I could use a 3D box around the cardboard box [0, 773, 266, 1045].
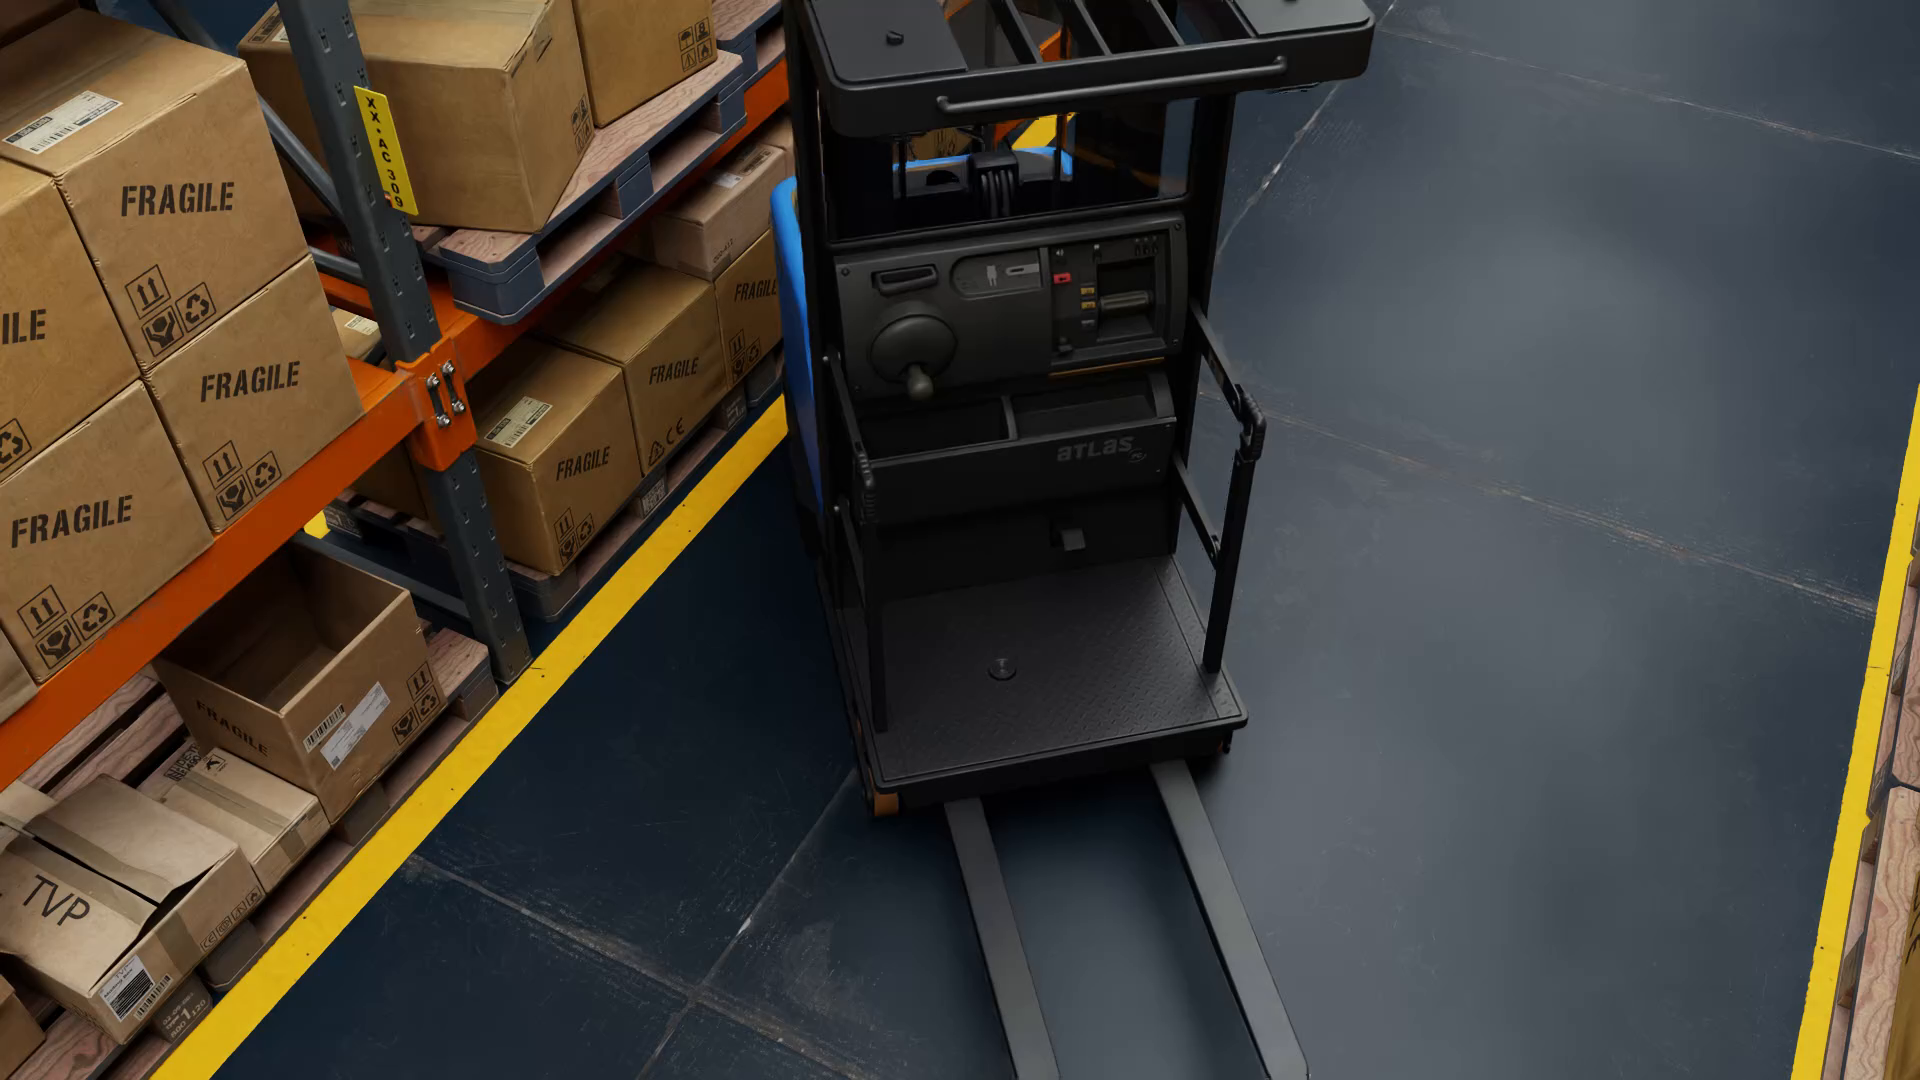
[{"bbox_3d":[-2.206,0.927,4.306,0.500,0.311,0.500,20,49,19],"label":"cardboard box"}]

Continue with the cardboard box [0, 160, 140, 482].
[{"bbox_3d":[-2.086,-0.448,3.310,0.500,0.500,0.500,20,49,18],"label":"cardboard box"}]

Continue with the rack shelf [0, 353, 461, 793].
[{"bbox_3d":[-2.773,0.724,3.431,1.077,0.370,4.000,20,49,19],"label":"rack shelf"}]

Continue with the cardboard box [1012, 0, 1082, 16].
[{"bbox_3d":[0.515,-2.723,7.970,0.500,0.250,0.500,20,49,19],"label":"cardboard box"}]

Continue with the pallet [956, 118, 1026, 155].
[{"bbox_3d":[-0.368,-1.871,7.451,1.003,0.211,1.213,20,49,19],"label":"pallet"}]

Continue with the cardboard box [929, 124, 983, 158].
[{"bbox_3d":[-0.214,-1.918,6.985,0.500,0.500,0.500,22,49,21],"label":"cardboard box"}]

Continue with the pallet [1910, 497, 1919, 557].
[{"bbox_3d":[3.969,-0.224,5.823,1.003,0.211,1.213,20,49,19],"label":"pallet"}]

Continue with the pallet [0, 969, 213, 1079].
[{"bbox_3d":[-2.730,1.395,4.223,1.003,0.211,1.213,20,49,19],"label":"pallet"}]

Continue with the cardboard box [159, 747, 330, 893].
[{"bbox_3d":[-1.979,0.767,4.578,0.380,0.149,0.250,20,49,19],"label":"cardboard box"}]

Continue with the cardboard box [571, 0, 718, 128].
[{"bbox_3d":[-1.164,-1.650,4.907,0.700,0.500,0.500,28,52,25],"label":"cardboard box"}]

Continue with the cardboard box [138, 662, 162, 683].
[{"bbox_3d":[-2.231,0.195,5.030,0.500,0.311,0.500,20,49,19],"label":"cardboard box"}]

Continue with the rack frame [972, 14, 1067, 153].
[{"bbox_3d":[0.215,-1.706,5.960,0.400,2.100,0.015,25,51,23],"label":"rack frame"}]

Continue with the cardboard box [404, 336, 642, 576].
[{"bbox_3d":[-1.404,-0.289,5.375,0.500,0.500,0.500,18,48,17],"label":"cardboard box"}]

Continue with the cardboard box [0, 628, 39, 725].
[{"bbox_3d":[-2.324,0.225,3.348,0.500,0.500,0.500,22,49,20],"label":"cardboard box"}]

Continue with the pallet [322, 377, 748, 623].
[{"bbox_3d":[-1.501,-0.334,5.931,1.003,0.211,1.213,20,49,19],"label":"pallet"}]

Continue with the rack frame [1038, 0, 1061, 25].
[{"bbox_3d":[0.012,-3.309,6.911,1.000,3.000,0.127,20,49,19],"label":"rack frame"}]

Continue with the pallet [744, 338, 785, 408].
[{"bbox_3d":[-0.936,-1.105,6.694,1.003,0.211,1.213,20,49,19],"label":"pallet"}]

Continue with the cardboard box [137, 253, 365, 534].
[{"bbox_3d":[-1.850,-0.424,3.990,0.500,0.500,0.500,21,49,20],"label":"cardboard box"}]

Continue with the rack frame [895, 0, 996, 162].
[{"bbox_3d":[-0.056,-1.418,5.675,0.400,2.100,0.015,25,51,23],"label":"rack frame"}]

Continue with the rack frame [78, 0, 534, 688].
[{"bbox_3d":[-1.845,-0.789,4.421,1.000,3.000,0.127,20,49,19],"label":"rack frame"}]

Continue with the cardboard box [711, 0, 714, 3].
[{"bbox_3d":[-1.079,-2.105,5.356,0.700,0.500,0.500,9,46,9],"label":"cardboard box"}]

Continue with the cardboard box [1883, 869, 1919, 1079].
[{"bbox_3d":[2.731,1.000,3.869,0.750,0.750,0.750,21,49,19],"label":"cardboard box"}]

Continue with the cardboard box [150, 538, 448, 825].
[{"bbox_3d":[-1.858,0.388,4.706,0.500,0.500,0.500,20,49,19],"label":"cardboard box"}]

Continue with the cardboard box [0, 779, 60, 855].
[{"bbox_3d":[-2.624,0.794,4.539,0.380,0.166,0.250,20,49,19],"label":"cardboard box"}]

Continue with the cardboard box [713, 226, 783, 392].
[{"bbox_3d":[-0.928,-0.941,6.019,0.500,0.500,0.500,21,49,20],"label":"cardboard box"}]

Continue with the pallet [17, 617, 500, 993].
[{"bbox_3d":[-2.164,0.624,4.985,1.003,0.211,1.213,20,49,19],"label":"pallet"}]

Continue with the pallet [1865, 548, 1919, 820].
[{"bbox_3d":[3.401,0.542,5.066,1.003,0.211,1.213,20,49,19],"label":"pallet"}]

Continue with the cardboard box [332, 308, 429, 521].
[{"bbox_3d":[-1.870,-0.470,5.554,0.500,0.500,0.500,20,49,19],"label":"cardboard box"}]

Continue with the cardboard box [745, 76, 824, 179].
[{"bbox_3d":[-0.708,-1.499,6.043,0.500,0.250,0.500,20,49,18],"label":"cardboard box"}]

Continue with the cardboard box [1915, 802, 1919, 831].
[{"bbox_3d":[3.141,0.439,4.423,0.750,0.750,0.750,22,49,20],"label":"cardboard box"}]

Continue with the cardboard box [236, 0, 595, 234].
[{"bbox_3d":[-1.427,-1.196,4.458,0.700,0.500,0.500,6,46,6],"label":"cardboard box"}]

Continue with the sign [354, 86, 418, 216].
[{"bbox_3d":[-1.361,-0.919,3.941,0.100,0.325,0.005,20,49,19],"label":"sign"}]

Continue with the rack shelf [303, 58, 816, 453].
[{"bbox_3d":[-0.916,-1.796,5.922,1.077,0.370,4.000,20,49,19],"label":"rack shelf"}]

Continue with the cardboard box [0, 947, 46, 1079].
[{"bbox_3d":[-2.712,1.119,3.981,0.797,0.503,0.637,20,49,19],"label":"cardboard box"}]

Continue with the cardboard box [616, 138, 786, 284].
[{"bbox_3d":[-0.940,-1.183,5.731,0.500,0.250,0.500,21,49,19],"label":"cardboard box"}]

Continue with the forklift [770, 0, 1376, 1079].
[{"bbox_3d":[0.194,-0.512,4.195,1.130,2.935,3.031,-9,46,-9],"label":"forklift"}]

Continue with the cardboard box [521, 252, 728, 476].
[{"bbox_3d":[-1.167,-0.629,5.711,0.500,0.500,0.500,21,49,20],"label":"cardboard box"}]

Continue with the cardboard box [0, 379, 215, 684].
[{"bbox_3d":[-2.088,-0.099,3.669,0.500,0.500,0.500,22,49,20],"label":"cardboard box"}]

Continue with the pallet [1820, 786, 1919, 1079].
[{"bbox_3d":[2.836,1.313,4.303,1.003,0.211,1.213,20,49,19],"label":"pallet"}]

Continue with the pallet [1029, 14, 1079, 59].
[{"bbox_3d":[0.429,-2.834,8.403,1.003,0.211,1.213,20,49,19],"label":"pallet"}]

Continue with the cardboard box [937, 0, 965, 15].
[{"bbox_3d":[-0.237,-2.145,6.682,0.500,0.250,0.500,22,49,21],"label":"cardboard box"}]

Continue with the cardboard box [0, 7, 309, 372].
[{"bbox_3d":[-1.850,-0.772,3.630,0.500,0.500,0.500,21,49,19],"label":"cardboard box"}]

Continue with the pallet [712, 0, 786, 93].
[{"bbox_3d":[-0.887,-2.015,5.767,1.003,0.211,1.213,20,49,19],"label":"pallet"}]

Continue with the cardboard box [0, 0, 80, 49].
[{"bbox_3d":[-2.313,-0.972,3.828,0.500,0.500,0.500,22,49,20],"label":"cardboard box"}]

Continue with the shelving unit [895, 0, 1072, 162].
[{"bbox_3d":[0.079,-1.562,5.817,0.431,2.100,0.503,25,51,23],"label":"shelving unit"}]

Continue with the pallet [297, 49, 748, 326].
[{"bbox_3d":[-1.377,-1.189,4.951,1.003,0.211,1.213,20,49,19],"label":"pallet"}]

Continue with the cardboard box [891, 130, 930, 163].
[{"bbox_3d":[-0.455,-1.592,6.663,0.500,0.500,0.500,19,48,18],"label":"cardboard box"}]

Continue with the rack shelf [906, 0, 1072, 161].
[{"bbox_3d":[0.079,-1.552,5.827,0.431,0.518,0.480,25,51,23],"label":"rack shelf"}]

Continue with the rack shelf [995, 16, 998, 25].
[{"bbox_3d":[0.079,-2.044,5.329,0.431,0.518,0.480,25,51,23],"label":"rack shelf"}]
